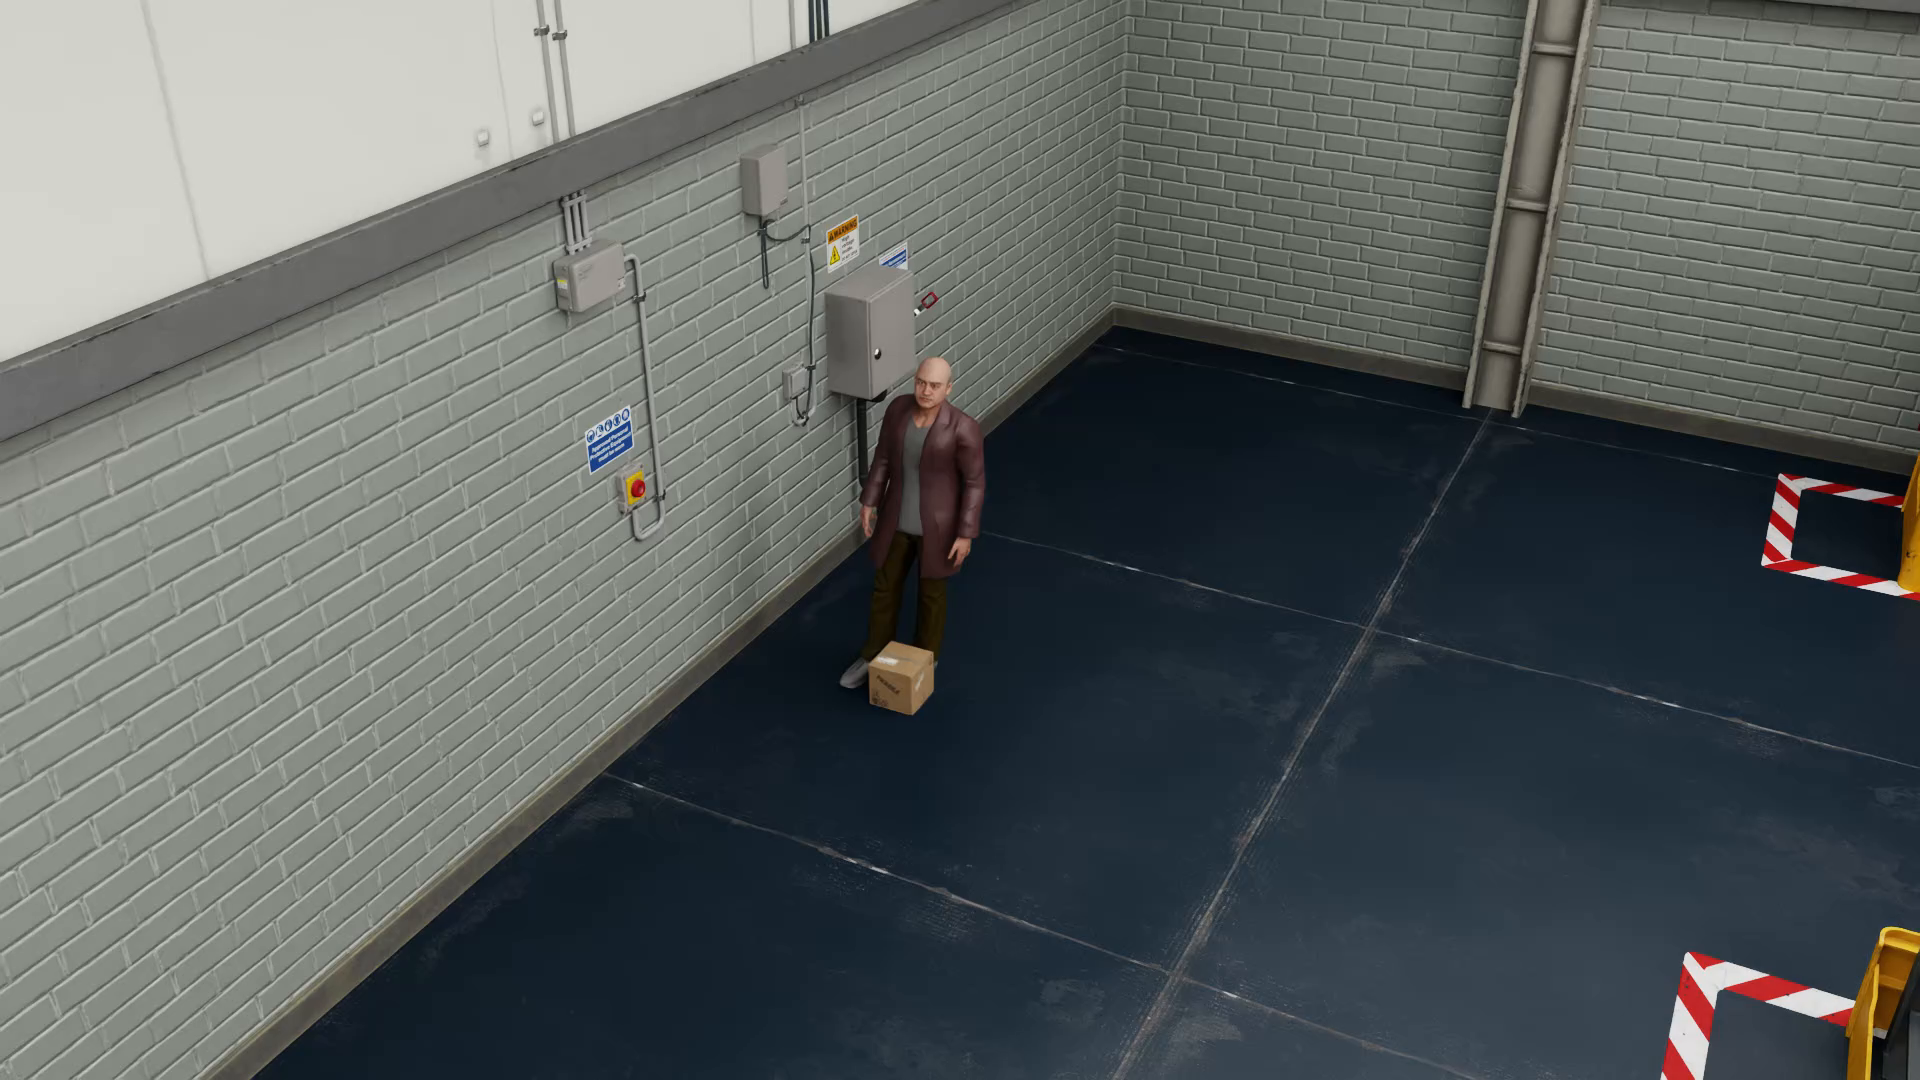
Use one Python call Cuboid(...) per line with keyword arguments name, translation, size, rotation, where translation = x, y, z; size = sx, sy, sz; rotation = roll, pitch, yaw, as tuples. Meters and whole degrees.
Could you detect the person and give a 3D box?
Cuboid(name="person", translation=(-0.238, -0.022, 8.386), size=(0.697, 1.727, 0.579), rotation=(14, 33, 23))
